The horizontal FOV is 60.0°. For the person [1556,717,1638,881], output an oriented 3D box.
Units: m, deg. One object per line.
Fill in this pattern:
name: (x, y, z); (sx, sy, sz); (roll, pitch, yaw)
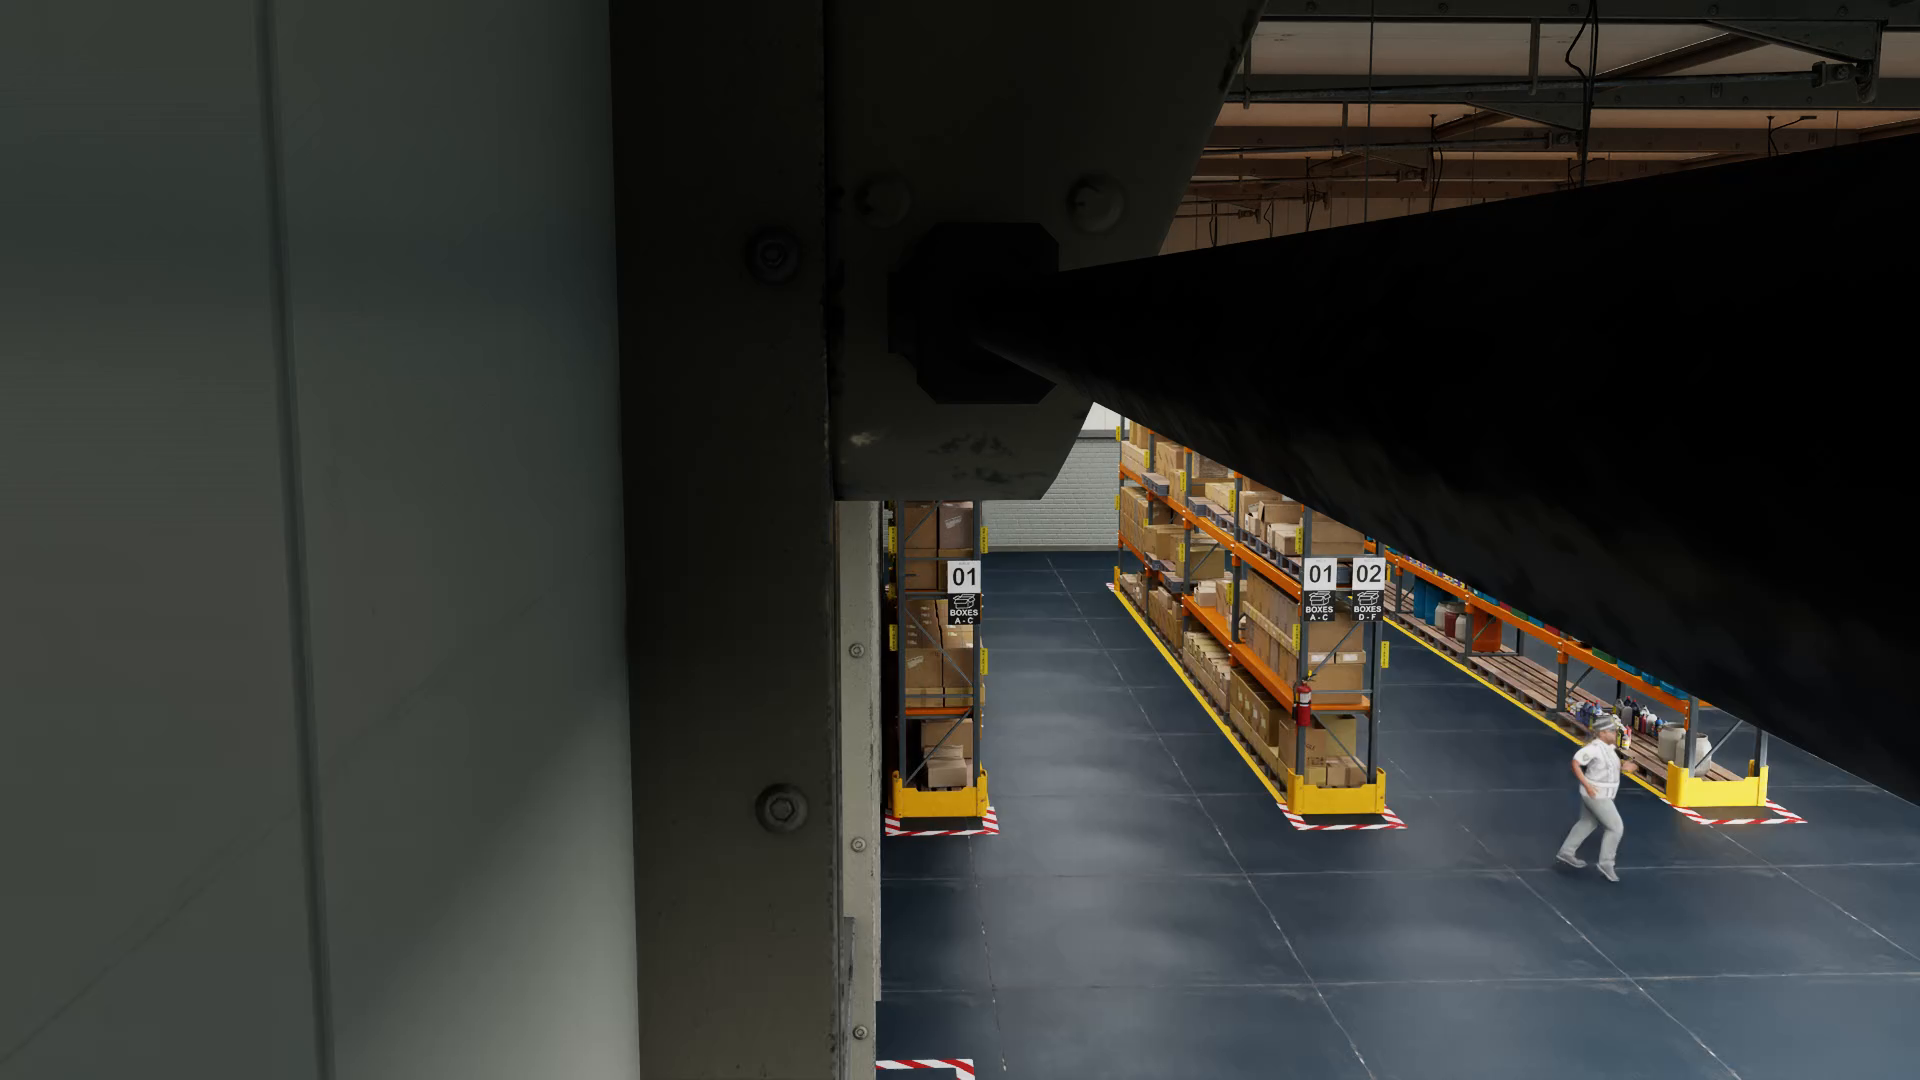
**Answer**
person: (7.048, 2.844, 18.386); (0.794, 1.863, 0.625); (4, 9, 24)
